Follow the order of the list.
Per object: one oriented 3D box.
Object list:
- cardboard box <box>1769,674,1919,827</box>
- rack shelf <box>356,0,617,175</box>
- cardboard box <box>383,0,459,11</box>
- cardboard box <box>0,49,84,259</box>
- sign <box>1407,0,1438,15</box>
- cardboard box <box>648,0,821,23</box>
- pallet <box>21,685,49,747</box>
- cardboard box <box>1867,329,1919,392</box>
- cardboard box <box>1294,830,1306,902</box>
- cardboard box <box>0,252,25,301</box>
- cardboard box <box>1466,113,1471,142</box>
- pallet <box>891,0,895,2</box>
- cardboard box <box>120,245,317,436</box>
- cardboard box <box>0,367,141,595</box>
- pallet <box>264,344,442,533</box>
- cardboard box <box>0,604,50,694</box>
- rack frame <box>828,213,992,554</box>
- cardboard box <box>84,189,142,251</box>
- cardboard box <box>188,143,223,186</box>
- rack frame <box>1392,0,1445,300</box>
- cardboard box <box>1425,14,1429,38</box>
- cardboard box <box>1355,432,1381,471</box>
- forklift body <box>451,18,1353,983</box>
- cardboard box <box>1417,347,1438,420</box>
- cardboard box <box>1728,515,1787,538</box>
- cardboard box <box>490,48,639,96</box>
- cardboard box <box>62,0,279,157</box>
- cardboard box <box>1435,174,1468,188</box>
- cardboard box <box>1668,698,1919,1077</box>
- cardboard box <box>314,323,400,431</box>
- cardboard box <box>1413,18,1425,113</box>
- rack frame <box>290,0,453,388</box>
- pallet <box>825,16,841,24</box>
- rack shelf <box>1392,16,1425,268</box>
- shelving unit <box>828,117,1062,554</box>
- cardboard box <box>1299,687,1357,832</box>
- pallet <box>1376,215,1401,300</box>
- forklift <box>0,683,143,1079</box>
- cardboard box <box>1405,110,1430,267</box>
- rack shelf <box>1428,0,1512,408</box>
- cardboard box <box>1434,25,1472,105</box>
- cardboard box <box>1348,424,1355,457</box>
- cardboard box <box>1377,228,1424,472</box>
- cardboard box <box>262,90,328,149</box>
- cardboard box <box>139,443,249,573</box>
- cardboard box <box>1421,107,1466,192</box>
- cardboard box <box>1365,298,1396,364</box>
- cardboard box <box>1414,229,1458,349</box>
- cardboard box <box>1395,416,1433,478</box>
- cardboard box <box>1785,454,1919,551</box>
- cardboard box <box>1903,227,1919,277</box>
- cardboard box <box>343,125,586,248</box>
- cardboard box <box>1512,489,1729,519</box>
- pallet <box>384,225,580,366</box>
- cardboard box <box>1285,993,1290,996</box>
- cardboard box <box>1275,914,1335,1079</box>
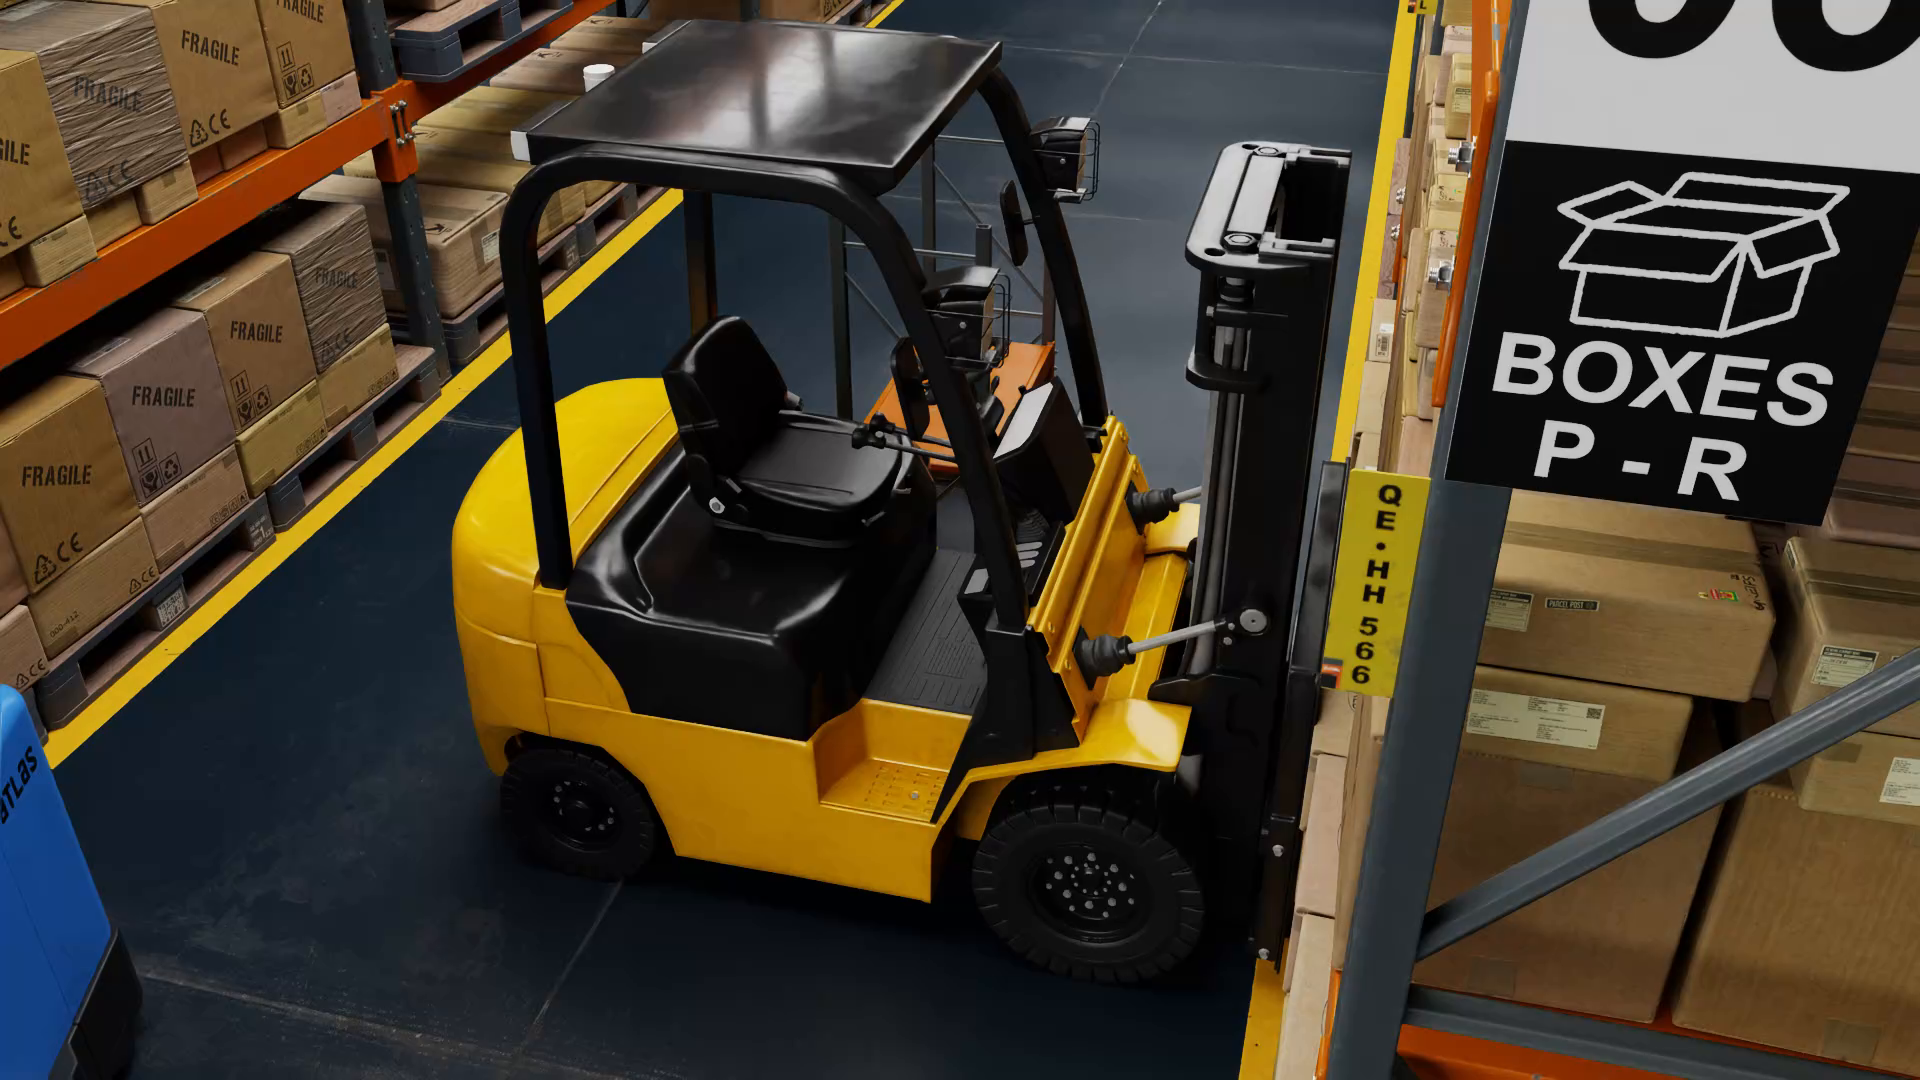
[{"bbox_3d":[1.373,0.272,2.328,0.380,0.149,0.250,7,33,11],"label":"cardboard box"},{"bbox_3d":[-2.243,-2.755,8.458,1.077,0.370,4.000,8,33,12],"label":"rack shelf"},{"bbox_3d":[-2.305,-2.336,6.971,0.380,0.149,0.250,8,33,13],"label":"cardboard box"},{"bbox_3d":[-3.000,-1.119,4.844,0.500,0.500,0.500,7,33,11],"label":"cardboard box"},{"bbox_3d":[1.524,-1.871,5.391,0.100,0.325,0.005,8,33,12],"label":"sign"},{"bbox_3d":[-1.480,-3.724,10.901,0.875,0.875,0.875,8,33,12],"label":"cardboard box"},{"bbox_3d":[-3.506,0.776,4.833,1.003,0.211,1.213,8,33,12],"label":"pallet"},{"bbox_3d":[1.558,-0.254,2.879,0.380,0.149,0.250,8,33,13],"label":"cardboard box"},{"bbox_3d":[1.106,0.676,4.096,0.500,0.250,0.500,7,33,11],"label":"cardboard box"},{"bbox_3d":[-3.037,-0.789,4.929,0.380,0.149,0.250,7,33,11],"label":"cardboard box"},{"bbox_3d":[1.433,-0.984,4.027,0.380,0.149,0.250,8,33,12],"label":"cardboard box"},{"bbox_3d":[-0.844,-4.585,13.265,1.003,0.211,1.213,8,33,12],"label":"pallet"},{"bbox_3d":[-2.769,-0.746,6.100,0.500,0.500,0.500,9,33,13],"label":"cardboard box"},{"bbox_3d":[-3.025,-0.203,5.245,0.500,0.500,0.500,9,33,13],"label":"cardboard box"},{"bbox_3d":[-2.887,-0.490,6.825,1.003,0.211,1.213,8,33,12],"label":"pallet"},{"bbox_3d":[-3.157,0.393,5.007,0.500,0.250,0.500,9,34,14],"label":"cardboard box"},{"bbox_3d":[-0.151,-0.325,5.363,0.500,1.500,0.032,8,33,12],"label":"rack frame"},{"bbox_3d":[-2.886,-1.050,5.340,0.380,0.149,0.250,7,33,12],"label":"cardboard box"},{"bbox_3d":[-2.813,-1.324,5.771,0.380,0.149,0.250,8,33,12],"label":"cardboard box"},{"bbox_3d":[2.051,-1.347,5.572,1.000,3.000,0.127,8,33,12],"label":"rack frame"},{"bbox_3d":[2.052,-2.052,6.356,0.500,0.250,0.500,7,33,11],"label":"cardboard box"},{"bbox_3d":[1.370,-0.054,4.778,0.500,0.250,0.500,9,34,14],"label":"cardboard box"},{"bbox_3d":[-0.247,-0.145,4.474,2.313,2.155,1.214,8,33,12],"label":"forklift body"},{"bbox_3d":[1.110,-0.340,3.291,0.380,0.149,0.250,7,33,11],"label":"cardboard box"},{"bbox_3d":[1.445,0.005,2.749,0.380,0.149,0.250,7,33,12],"label":"cardboard box"},{"bbox_3d":[-2.068,-2.489,9.427,0.950,0.372,0.625,7,33,11],"label":"cardboard box"},{"bbox_3d":[-2.747,-1.656,5.688,0.500,0.500,0.500,9,34,14],"label":"cardboard box"},{"bbox_3d":[1.304,-0.733,3.910,0.380,0.149,0.250,7,33,11],"label":"cardboard box"},{"bbox_3d":[1.430,0.468,2.625,0.500,0.500,0.500,9,34,14],"label":"cardboard box"},{"bbox_3d":[-2.641,-0.694,6.717,0.500,0.250,0.500,10,34,15],"label":"cardboard box"},{"bbox_3d":[2.048,-1.842,6.492,0.500,0.250,0.500,8,33,12],"label":"cardboard box"},{"bbox_3d":[-2.751,-2.021,6.632,1.000,3.000,0.127,8,33,12],"label":"rack frame"},{"bbox_3d":[-1.463,-3.318,11.273,1.003,0.211,1.213,8,33,12],"label":"pallet"},{"bbox_3d":[2.559,-2.081,7.398,1.077,0.370,4.000,8,33,12],"label":"rack shelf"},{"bbox_3d":[-0.019,-0.593,5.785,0.587,1.500,1.083,8,33,12],"label":"shelving unit"},{"bbox_3d":[1.094,0.480,3.939,0.500,0.250,0.500,8,33,13],"label":"cardboard box"},{"bbox_3d":[2.508,-1.193,7.929,1.003,0.211,1.213,8,33,12],"label":"pallet"},{"bbox_3d":[-2.473,0.792,2.272,1.130,2.935,3.031,-3,33,-5],"label":"forklift"},{"bbox_3d":[1.570,-0.922,4.811,0.500,0.500,0.500,9,33,13],"label":"cardboard box"},{"bbox_3d":[1.544,-1.271,3.328,1.077,0.370,4.000,8,33,12],"label":"rack shelf"},{"bbox_3d":[1.484,-1.262,4.464,0.380,0.149,0.250,9,33,13],"label":"cardboard box"},{"bbox_3d":[1.608,-0.158,5.874,0.500,0.250,0.500,8,33,13],"label":"cardboard box"},{"bbox_3d":[1.294,-0.401,3.991,0.500,0.500,0.500,8,33,13],"label":"cardboard box"},{"bbox_3d":[-2.594,-1.576,6.167,0.380,0.149,0.250,9,33,13],"label":"cardboard box"},{"bbox_3d":[-2.900,-0.153,5.866,0.500,0.250,0.500,9,33,13],"label":"cardboard box"},{"bbox_3d":[1.410,-1.006,4.338,0.380,0.149,0.250,8,33,12],"label":"cardboard box"},{"bbox_3d":[1.625,-0.577,5.602,0.500,0.250,0.500,8,33,12],"label":"cardboard box"},{"bbox_3d":[1.090,-0.468,3.215,0.380,0.149,0.250,9,33,14],"label":"cardboard box"},{"bbox_3d":[1.048,0.128,3.160,0.500,0.500,0.500,9,34,14],"label":"cardboard box"},{"bbox_3d":[1.456,0.013,2.459,0.380,0.149,0.250,9,34,14],"label":"cardboard box"},{"bbox_3d":[1.762,-0.517,3.292,0.380,0.149,0.250,7,33,11],"label":"cardboard box"},{"bbox_3d":[-2.441,-1.735,8.241,0.950,0.372,0.625,10,34,15],"label":"cardboard box"},{"bbox_3d":[0.956,-0.059,2.572,0.380,0.149,0.250,8,33,12],"label":"cardboard box"},{"bbox_3d":[-2.555,-1.248,8.016,1.003,0.211,1.213,8,33,12],"label":"pallet"},{"bbox_3d":[0.985,1.169,3.787,0.500,0.250,0.500,8,33,12],"label":"cardboard box"},{"bbox_3d":[0.851,1.009,3.107,0.500,0.250,0.500,9,34,14],"label":"cardboard box"}]
